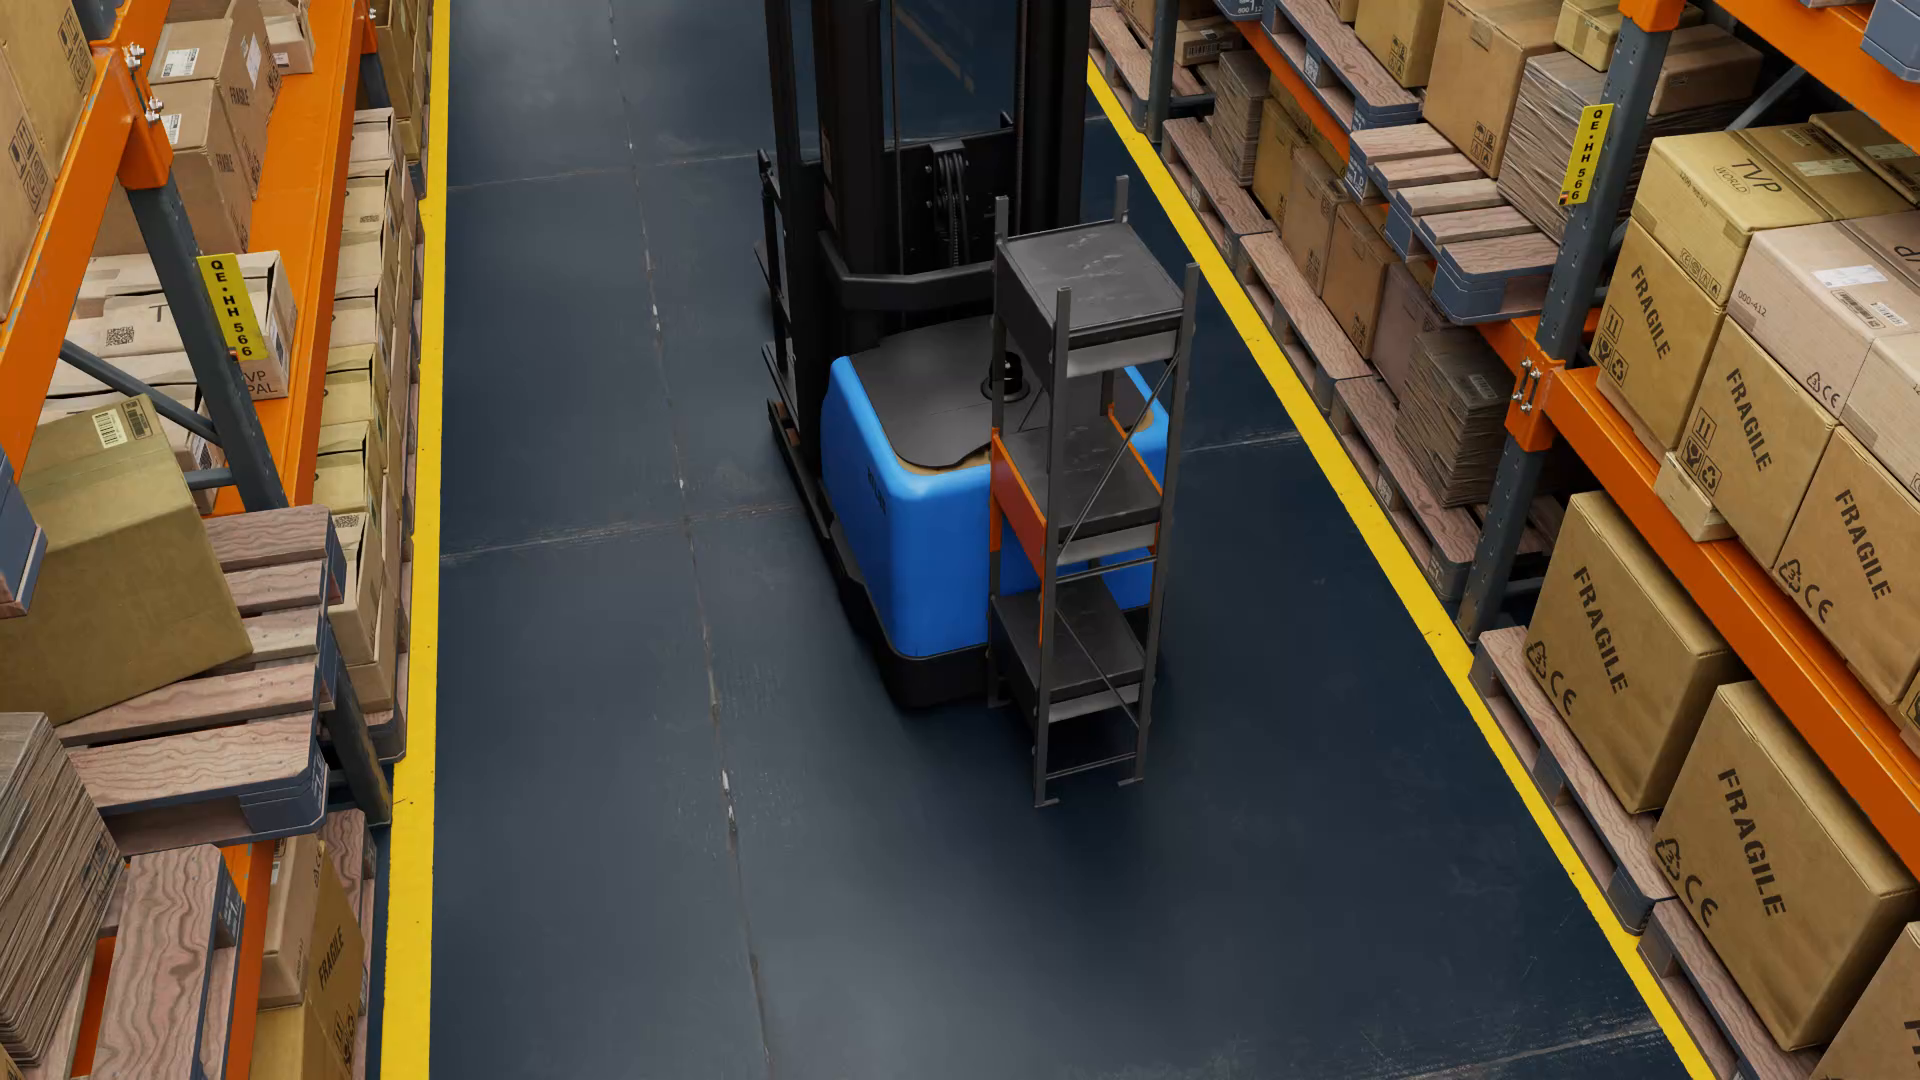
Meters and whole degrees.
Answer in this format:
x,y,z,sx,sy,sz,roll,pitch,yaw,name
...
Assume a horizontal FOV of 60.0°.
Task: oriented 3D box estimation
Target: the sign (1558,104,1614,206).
x,y,z,sx,sy,sz,roll,pitch,yaw,name
1.873,-1.150,4.974,0.100,0.325,0.005,-8,42,-9,sign

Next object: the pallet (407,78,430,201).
x,y,z,sx,sy,sz,roll,pitch,yaw,name
-3.429,-2.190,9.058,1.003,0.211,1.213,-8,42,-9,pallet

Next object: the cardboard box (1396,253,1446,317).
x,y,z,sx,sy,sz,roll,pitch,yaw,name
2.133,-1.178,6.805,0.500,0.250,0.500,-8,42,-8,cardboard box

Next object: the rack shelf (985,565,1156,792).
x,y,z,sx,sy,sz,roll,pitch,yaw,name
0.368,0.473,5.711,0.431,0.518,0.480,-12,43,-14,rack shelf

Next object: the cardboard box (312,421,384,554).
x,y,z,sx,sy,sz,roll,pitch,yaw,name
-2.383,-0.178,6.023,0.500,0.311,0.500,-9,42,-10,cardboard box

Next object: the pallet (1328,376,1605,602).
x,y,z,sx,sy,sz,roll,pitch,yaw,name
2.234,-0.295,6.923,1.003,0.211,1.213,-8,42,-9,pallet

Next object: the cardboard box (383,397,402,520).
x,y,z,sx,sy,sz,roll,pitch,yaw,name
-2.489,-0.291,6.573,0.500,0.250,0.500,-9,42,-10,cardboard box

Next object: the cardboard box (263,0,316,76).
x,y,z,sx,sy,sz,roll,pitch,yaw,name
-2.929,-2.117,6.977,0.396,0.266,0.258,-9,42,-10,cardboard box

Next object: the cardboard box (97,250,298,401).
x,y,z,sx,sy,sz,roll,pitch,yaw,name
-2.439,-0.693,5.338,0.500,0.311,0.500,-9,42,-10,cardboard box

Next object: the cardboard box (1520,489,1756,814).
x,y,z,sx,sy,sz,roll,pitch,yaw,name
2.432,0.312,5.442,0.750,0.750,0.750,-9,42,-10,cardboard box

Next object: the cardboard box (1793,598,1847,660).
x,y,z,sx,sy,sz,roll,pitch,yaw,name
2.506,0.164,4.480,0.380,0.149,0.250,-7,42,-8,cardboard box

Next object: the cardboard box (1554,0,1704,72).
x,y,z,sx,sy,sz,roll,pitch,yaw,name
2.213,-1.701,5.511,0.380,0.149,0.250,-15,44,-16,cardboard box

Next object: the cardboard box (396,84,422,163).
x,y,z,sx,sy,sz,roll,pitch,yaw,name
-3.103,-2.184,8.706,0.500,0.250,0.500,-8,42,-9,cardboard box

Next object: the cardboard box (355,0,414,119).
x,y,z,sx,sy,sz,roll,pitch,yaw,name
-3.093,-2.466,8.458,0.500,0.500,0.500,-8,42,-9,cardboard box

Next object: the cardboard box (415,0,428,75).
x,y,z,sx,sy,sz,roll,pitch,yaw,name
-3.308,-2.834,9.438,0.500,0.250,0.500,-8,42,-9,cardboard box

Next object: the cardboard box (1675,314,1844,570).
x,y,z,sx,sy,sz,roll,pitch,yaw,name
2.360,-0.294,4.508,0.500,0.500,0.500,-7,42,-8,cardboard box

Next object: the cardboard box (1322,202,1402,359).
x,y,z,sx,sy,sz,roll,pitch,yaw,name
2.062,-1.188,7.381,0.700,0.500,0.500,-9,42,-10,cardboard box

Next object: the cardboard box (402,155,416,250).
x,y,z,sx,sy,sz,roll,pitch,yaw,name
-2.926,-1.613,8.062,0.500,0.250,0.500,-9,42,-10,cardboard box

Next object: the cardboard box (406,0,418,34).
x,y,z,sx,sy,sz,roll,pitch,yaw,name
-3.309,-3.114,9.189,0.500,0.500,0.500,-8,42,-9,cardboard box

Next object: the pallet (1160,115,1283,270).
x,y,z,sx,sy,sz,roll,pitch,yaw,name
1.707,-1.876,8.705,1.003,0.211,1.213,-8,42,-9,pallet

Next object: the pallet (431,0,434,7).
x,y,z,sx,sy,sz,roll,pitch,yaw,name
-3.956,-3.772,10.840,1.003,0.211,1.213,-8,42,-9,pallet

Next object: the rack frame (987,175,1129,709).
x,y,z,sx,sy,sz,roll,pitch,yaw,name
0.291,-0.215,5.410,0.400,2.100,0.015,-12,43,-14,rack frame

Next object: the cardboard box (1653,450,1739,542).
x,y,z,sx,sy,sz,roll,pitch,yaw,name
2.266,-0.149,4.832,0.380,0.149,0.250,-7,42,-8,cardboard box

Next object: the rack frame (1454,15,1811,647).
x,y,z,sx,sy,sz,roll,pitch,yaw,name
2.401,-0.831,5.426,1.000,3.000,0.127,-8,42,-9,rack frame

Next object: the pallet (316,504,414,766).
x,y,z,sx,sy,sz,roll,pitch,yaw,name
-2.575,0.385,6.157,1.003,0.211,1.213,-8,42,-9,pallet

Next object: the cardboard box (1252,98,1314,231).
x,y,z,sx,sy,sz,roll,pitch,yaw,name
1.873,-1.851,8.127,0.700,0.500,0.500,-9,42,-10,cardboard box

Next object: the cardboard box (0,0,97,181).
x,y,z,sx,sy,sz,roll,pitch,yaw,name
-2.308,-1.000,3.282,0.910,0.500,0.500,-8,42,-9,cardboard box

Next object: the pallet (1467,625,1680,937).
x,y,z,sx,sy,sz,roll,pitch,yaw,name
2.497,0.734,5.764,1.003,0.211,1.213,-8,42,-9,pallet

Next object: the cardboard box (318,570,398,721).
x,y,z,sx,sy,sz,roll,pitch,yaw,name
-2.261,0.371,5.827,0.500,0.250,0.500,-8,42,-9,cardboard box

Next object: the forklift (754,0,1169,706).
x,y,z,sx,sy,sz,roll,pitch,yaw,name
-0.196,-1.489,6.220,1.130,2.935,3.031,-12,43,-14,forklift

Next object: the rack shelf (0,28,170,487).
x,y,z,sx,sy,sz,roll,pitch,yaw,name
-2.004,0.325,2.406,1.077,0.370,4.000,-8,42,-9,rack shelf

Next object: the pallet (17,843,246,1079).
x,y,z,sx,sy,sz,roll,pitch,yaw,name
-2.011,1.213,3.268,1.003,0.211,1.213,-8,42,-9,pallet

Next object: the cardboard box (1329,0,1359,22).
x,y,z,sx,sy,sz,roll,pitch,yaw,name
1.900,-2.505,6.906,0.700,0.500,0.500,-3,42,-3,cardboard box

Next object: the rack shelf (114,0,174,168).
x,y,z,sx,sy,sz,roll,pitch,yaw,name
-2.867,-2.268,5.327,1.077,0.370,4.000,-8,42,-9,rack shelf

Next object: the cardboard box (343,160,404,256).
x,y,z,sx,sy,sz,roll,pitch,yaw,name
-2.813,-1.492,7.504,0.500,0.311,0.500,-7,42,-8,cardboard box

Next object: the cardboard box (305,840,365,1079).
x,y,z,sx,sy,sz,roll,pitch,yaw,name
-2.004,1.225,4.663,0.500,0.500,0.500,-7,42,-8,cardboard box

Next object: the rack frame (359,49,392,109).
x,y,z,sx,sy,sz,roll,pitch,yaw,name
-3.299,-2.711,7.545,1.000,3.000,0.127,-8,42,-9,rack frame

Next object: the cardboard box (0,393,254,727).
x,y,z,sx,sy,sz,roll,pitch,yaw,name
-2.189,0.079,4.010,0.700,0.500,0.500,-22,46,-23,cardboard box

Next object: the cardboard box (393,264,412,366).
x,y,z,sx,sy,sz,roll,pitch,yaw,name
-2.708,-0.953,7.319,0.500,0.250,0.500,-7,42,-8,cardboard box

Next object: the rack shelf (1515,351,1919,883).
x,y,z,sx,sy,sz,roll,pitch,yaw,name
2.833,0.735,4.205,1.077,0.370,4.000,-8,42,-9,rack shelf

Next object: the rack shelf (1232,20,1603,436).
x,y,z,sx,sy,sz,roll,pitch,yaw,name
1.969,-1.858,7.125,1.077,0.370,4.000,-8,42,-9,rack shelf

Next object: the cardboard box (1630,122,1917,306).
x,y,z,sx,sy,sz,roll,pitch,yaw,name
2.253,-0.917,4.645,0.500,0.250,0.500,-7,42,-8,cardboard box

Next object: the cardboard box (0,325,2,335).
x,y,z,sx,sy,sz,roll,pitch,yaw,name
-2.086,-0.332,2.530,0.910,0.500,0.500,-8,42,-9,cardboard box

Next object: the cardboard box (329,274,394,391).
x,y,z,sx,sy,sz,roll,pitch,yaw,name
-2.603,-0.842,6.771,0.500,0.311,0.500,-9,42,-10,cardboard box

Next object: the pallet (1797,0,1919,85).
x,y,z,sx,sy,sz,roll,pitch,yaw,name
2.592,-1.472,4.032,1.213,0.211,1.003,-7,42,-7,pallet

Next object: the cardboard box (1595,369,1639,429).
x,y,z,sx,sy,sz,roll,pitch,yaw,name
2.246,-0.498,5.225,0.380,0.149,0.250,-9,42,-10,cardboard box

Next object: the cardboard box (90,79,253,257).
x,y,z,sx,sy,sz,roll,pitch,yaw,name
-2.813,-1.241,5.813,0.500,0.500,0.500,-10,43,-12,cardboard box

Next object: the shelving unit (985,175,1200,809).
x,y,z,sx,sy,sz,roll,pitch,yaw,name
0.368,-0.061,5.237,0.431,2.100,0.503,-12,43,-14,shelving unit

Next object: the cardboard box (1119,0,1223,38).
x,y,z,sx,sy,sz,roll,pitch,yaw,name
1.274,-3.320,9.782,0.500,0.500,0.500,-11,43,-12,cardboard box

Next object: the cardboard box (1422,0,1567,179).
x,y,z,sx,sy,sz,roll,pitch,yaw,name
2.143,-1.694,5.992,0.700,0.500,0.500,-12,43,-13,cardboard box

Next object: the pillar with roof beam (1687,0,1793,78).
x,y,z,sx,sy,sz,roll,pitch,yaw,name
-1.239,-3.424,3.829,9.100,9.000,0.400,-8,42,-9,pillar with roof beam

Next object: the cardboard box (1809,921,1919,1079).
x,y,z,sx,sy,sz,roll,pitch,yaw,name
2.802,1.431,4.182,0.750,0.750,0.750,-7,42,-8,cardboard box

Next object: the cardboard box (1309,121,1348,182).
x,y,z,sx,sy,sz,roll,pitch,yaw,name
1.927,-1.837,7.547,0.500,0.250,0.500,-9,42,-11,cardboard box

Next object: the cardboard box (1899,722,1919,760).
x,y,z,sx,sy,sz,roll,pitch,yaw,name
2.587,0.495,4.107,0.380,0.149,0.250,-8,42,-9,cardboard box

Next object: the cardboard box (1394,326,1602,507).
x,y,z,sx,sy,sz,roll,pitch,yaw,name
2.195,-0.520,6.627,0.700,0.500,0.500,-8,42,-9,cardboard box

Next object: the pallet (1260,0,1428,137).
x,y,z,sx,sy,sz,roll,pitch,yaw,name
1.934,-2.036,6.929,1.003,0.211,1.213,-8,42,-9,pallet
